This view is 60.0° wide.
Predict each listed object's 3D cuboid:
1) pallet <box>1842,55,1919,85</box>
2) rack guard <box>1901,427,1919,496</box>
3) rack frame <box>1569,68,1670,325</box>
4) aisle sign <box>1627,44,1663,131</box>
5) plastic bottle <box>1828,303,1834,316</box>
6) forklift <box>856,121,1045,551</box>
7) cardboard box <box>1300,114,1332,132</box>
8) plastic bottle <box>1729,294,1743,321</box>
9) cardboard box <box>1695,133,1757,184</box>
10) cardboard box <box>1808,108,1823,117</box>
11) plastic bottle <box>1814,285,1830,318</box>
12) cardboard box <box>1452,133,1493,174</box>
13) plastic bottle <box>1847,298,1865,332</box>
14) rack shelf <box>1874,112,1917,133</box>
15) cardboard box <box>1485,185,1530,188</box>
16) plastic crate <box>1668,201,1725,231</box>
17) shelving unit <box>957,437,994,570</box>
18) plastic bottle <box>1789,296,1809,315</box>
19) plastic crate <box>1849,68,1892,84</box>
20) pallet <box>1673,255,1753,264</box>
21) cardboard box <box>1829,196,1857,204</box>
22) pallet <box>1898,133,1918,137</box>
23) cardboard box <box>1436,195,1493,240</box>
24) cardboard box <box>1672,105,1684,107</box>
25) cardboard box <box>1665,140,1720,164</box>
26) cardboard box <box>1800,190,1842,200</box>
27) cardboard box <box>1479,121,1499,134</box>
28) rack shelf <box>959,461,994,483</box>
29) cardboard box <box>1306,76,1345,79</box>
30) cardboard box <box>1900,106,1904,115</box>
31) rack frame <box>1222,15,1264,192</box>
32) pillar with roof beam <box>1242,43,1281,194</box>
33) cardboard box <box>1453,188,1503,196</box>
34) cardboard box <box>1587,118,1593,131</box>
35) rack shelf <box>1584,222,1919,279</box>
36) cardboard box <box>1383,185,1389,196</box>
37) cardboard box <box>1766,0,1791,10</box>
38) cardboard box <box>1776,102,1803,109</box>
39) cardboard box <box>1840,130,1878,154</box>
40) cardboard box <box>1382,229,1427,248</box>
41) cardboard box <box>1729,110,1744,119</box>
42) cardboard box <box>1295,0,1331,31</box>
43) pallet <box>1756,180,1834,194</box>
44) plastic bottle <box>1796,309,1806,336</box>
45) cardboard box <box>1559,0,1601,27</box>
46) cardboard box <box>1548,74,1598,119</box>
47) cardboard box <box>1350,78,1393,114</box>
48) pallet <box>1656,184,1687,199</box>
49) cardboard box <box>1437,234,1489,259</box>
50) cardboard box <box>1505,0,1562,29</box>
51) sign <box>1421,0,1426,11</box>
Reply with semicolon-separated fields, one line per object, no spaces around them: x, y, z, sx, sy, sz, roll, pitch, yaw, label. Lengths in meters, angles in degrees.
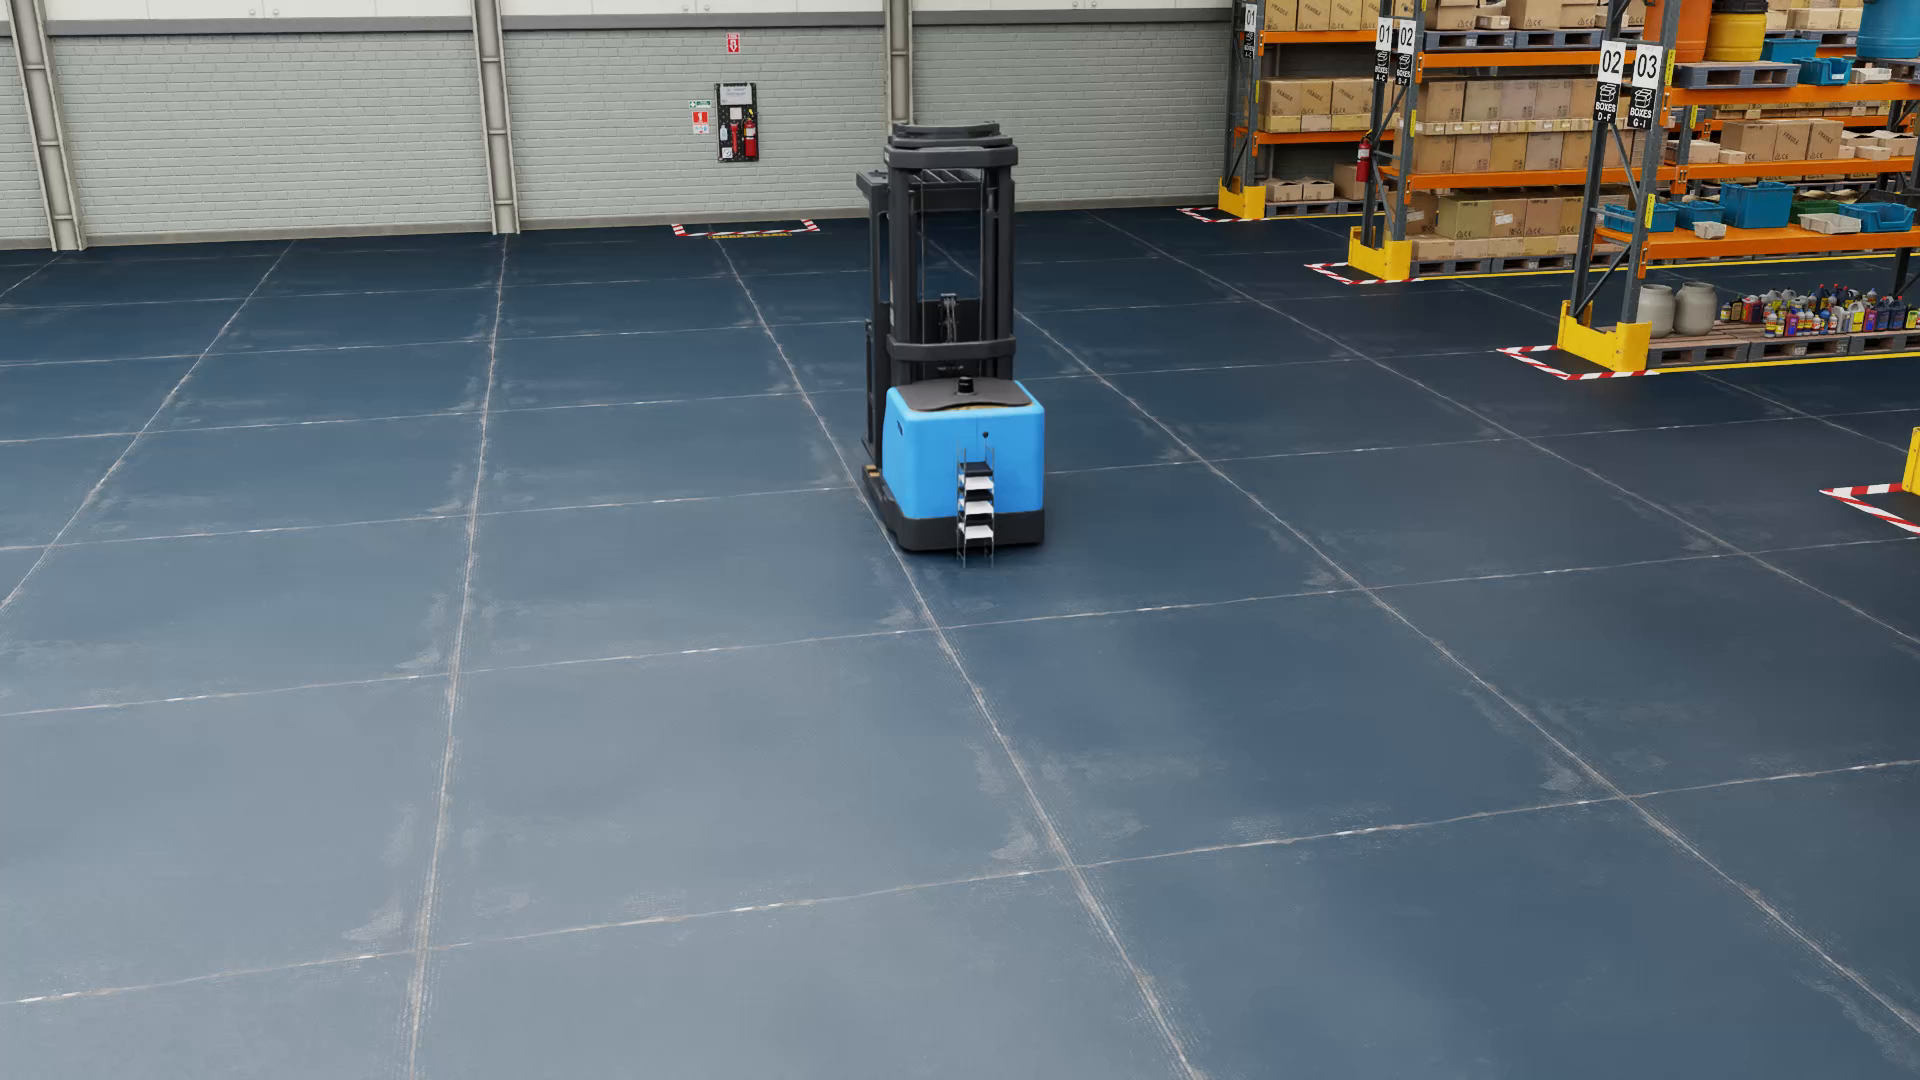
9.903;-4.852;17.114;1.003;0.211;1.213;-5;21;-12;pallet
7.904;-0.480;12.898;0.348;0.500;1.175;-5;21;-12;rack guard
6.690;-3.306;16.978;0.127;3.000;1.000;-5;21;-12;rack frame
6.688;-4.423;16.248;0.004;0.787;0.394;-5;21;-12;aisle sign
9.337;-2.389;17.786;0.133;0.283;0.061;-5;21;-12;plastic bottle
-0.183;-1.772;12.890;1.130;2.935;3.031;-4;21;-11;forklift
5.461;-6.539;25.994;0.500;0.250;0.500;-5;21;-14;cardboard box
8.486;-2.544;18.209;0.133;0.283;0.061;-4;21;-11;plastic bottle
12.942;-6.457;28.096;0.750;0.750;0.750;-5;21;-13;cardboard box
14.317;-7.239;28.050;0.250;0.149;0.380;-4;20;-11;cardboard box
9.518;-2.645;18.386;0.185;0.351;0.144;-6;21;-15;plastic bottle
6.521;-5.087;21.695;0.500;0.500;0.700;-4;21;-11;cardboard box
9.522;-2.397;17.708;0.185;0.351;0.144;-5;21;-13;plastic bottle
18.035;-7.392;29.180;4.000;0.370;1.077;-5;21;-12;rack shelf
9.016;-6.035;27.424;0.500;0.500;0.700;-4;20;-11;cardboard box
7.742;-3.425;17.520;0.408;0.251;0.499;-5;21;-12;plastic crate
0.108;-0.256;11.706;0.210;0.900;0.258;-5;21;-12;shelving unit
9.163;-2.529;18.177;0.135;0.276;0.152;-5;21;-12;plastic bottle
9.114;-4.645;16.655;0.396;0.136;0.243;-5;21;-12;plastic crate
10.155;-4.043;23.044;1.213;0.211;1.003;-5;21;-12;pallet
12.382;-4.599;23.081;0.500;0.311;0.500;-5;21;-13;cardboard box
13.983;-5.584;23.477;1.003;0.211;1.213;-5;21;-12;pallet
6.613;-4.230;21.799;0.500;0.500;0.500;-5;21;-12;cardboard box
11.741;-7.468;27.556;0.500;0.500;0.700;-7;21;-19;cardboard box
9.916;-5.264;22.541;0.500;0.250;0.500;-3;20;-9;cardboard box
12.253;-4.779;23.572;0.500;0.311;0.500;-5;21;-14;cardboard box
6.731;-5.335;21.429;0.250;0.149;0.380;-5;21;-13;cardboard box
0.108;-0.478;11.624;0.200;0.077;0.258;-5;21;-12;rack shelf
5.815;-7.100;26.436;0.500;0.500;0.500;-5;21;-14;cardboard box
15.825;-7.342;28.332;0.250;0.149;0.380;-4;21;-12;cardboard box
4.411;-6.622;26.031;0.127;3.000;1.000;-5;21;-12;rack frame
5.883;-8.343;22.007;0.400;9.000;9.100;-5;21;-12;pillar with roof beam
6.977;-4.448;22.394;0.500;0.500;0.500;-5;21;-12;cardboard box
8.241;-5.459;21.768;0.250;0.149;0.380;-5;21;-13;cardboard box
8.637;-3.126;17.534;4.000;0.370;1.077;-5;21;-12;rack shelf
6.742;-5.687;26.983;0.250;0.149;0.380;-6;21;-17;cardboard box
10.605;-7.256;21.919;0.500;0.500;0.500;-3;20;-7;cardboard box
13.722;-7.481;27.770;0.500;0.500;0.500;-5;21;-13;cardboard box
12.424;-5.549;23.233;0.500;0.311;0.500;-5;21;-13;cardboard box
6.008;-4.011;22.292;0.500;0.250;0.500;-5;21;-12;cardboard box
12.817;-7.112;27.705;0.250;0.149;0.380;-4;21;-12;cardboard box
5.324;-8.060;25.422;0.500;0.500;0.500;-3;20;-9;cardboard box
14.165;-6.078;28.601;1.213;0.211;1.003;-5;21;-12;pallet
8.860;-2.298;17.553;0.097;0.271;0.097;0;20;0;plastic bottle
7.815;-6.912;21.499;0.637;0.503;0.797;-2;20;-6;cardboard box
8.037;-5.820;21.809;0.500;0.500;0.700;-5;21;-12;cardboard box
6.431;-6.970;26.079;0.500;0.500;0.500;-4;20;-11;cardboard box
11.435;-5.884;28.072;1.213;0.211;1.003;-5;21;-12;pallet
6.613;-3.879;21.930;0.500;0.250;0.500;-5;21;-12;cardboard box
7.233;-6.722;20.985;0.500;0.500;0.500;-5;21;-12;cardboard box
5.676;-6.634;20.317;0.005;0.325;0.100;-5;21;-12;sign
